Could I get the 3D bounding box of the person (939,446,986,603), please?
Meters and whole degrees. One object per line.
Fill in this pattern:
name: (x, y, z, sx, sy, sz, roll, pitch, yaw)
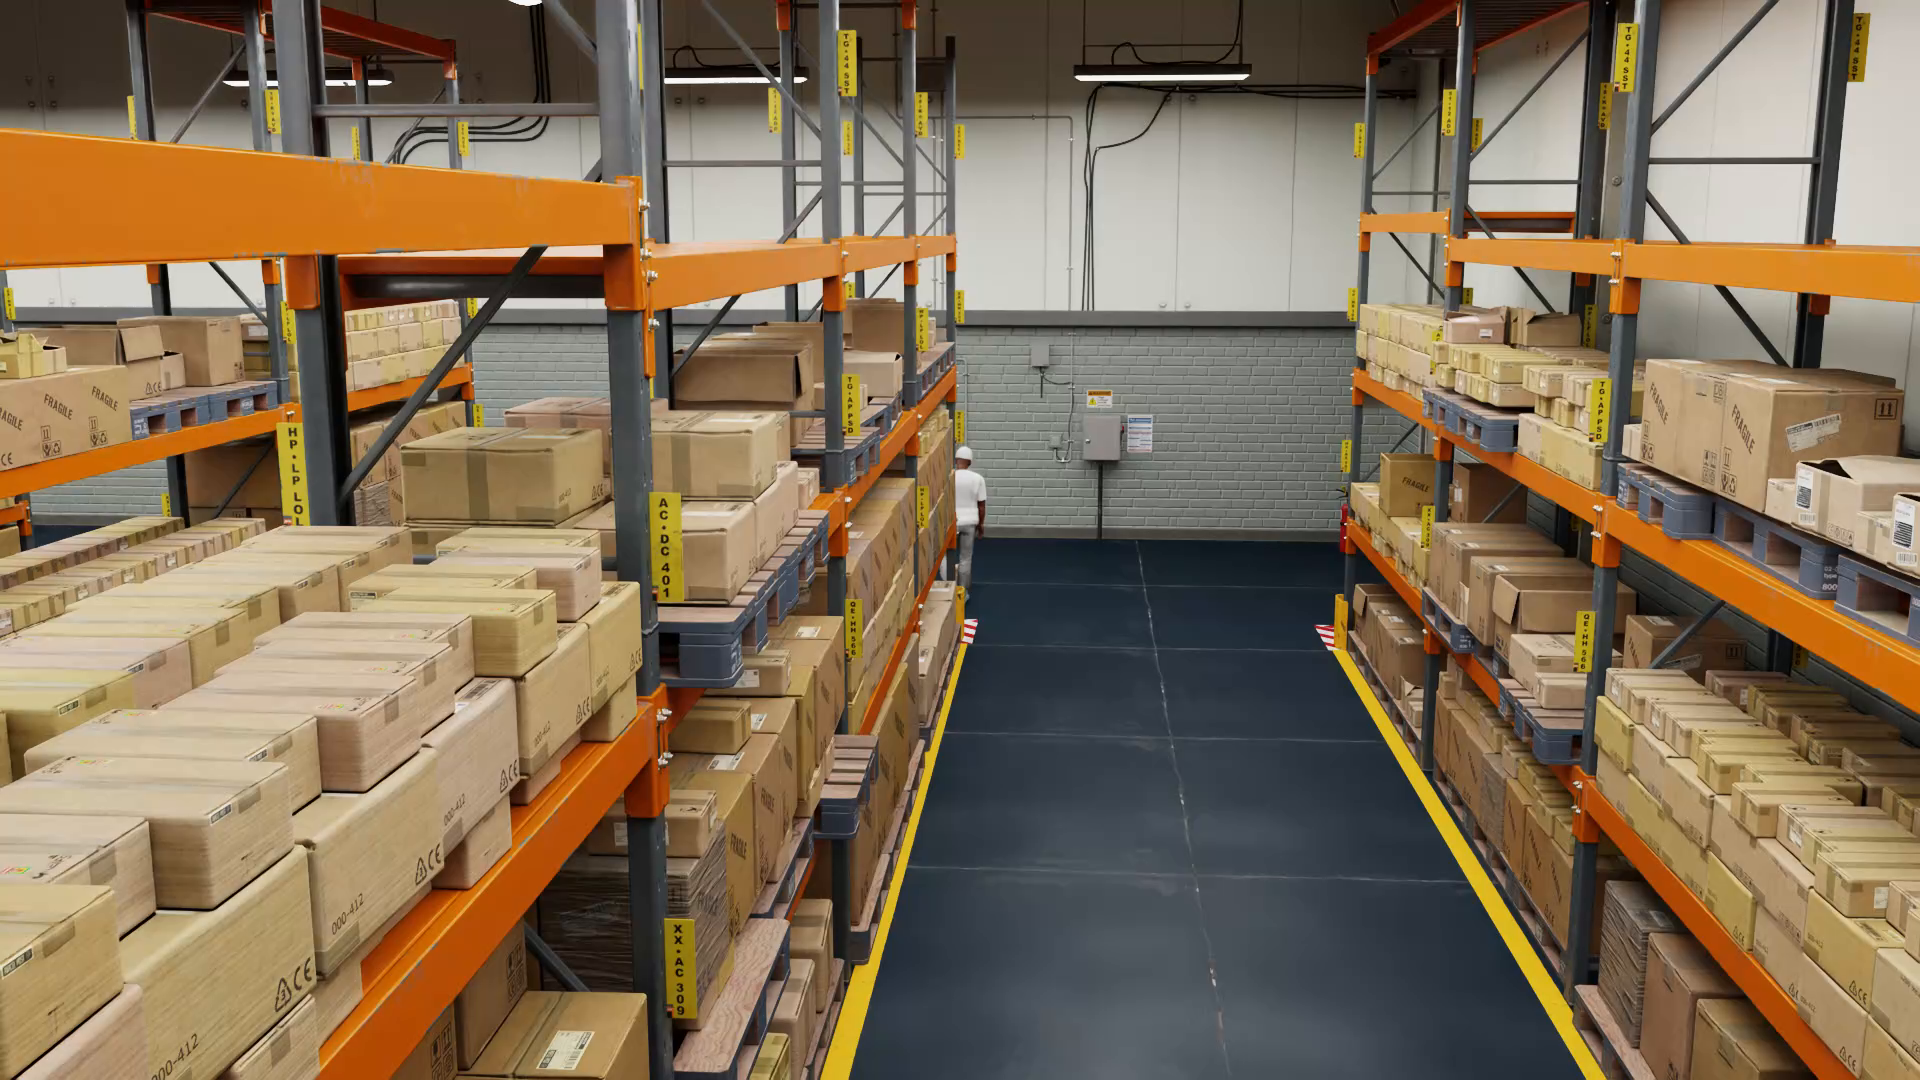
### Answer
person: (0.001, -0.167, 18.624, 0.598, 1.762, 0.481, -1, 11, -7)
